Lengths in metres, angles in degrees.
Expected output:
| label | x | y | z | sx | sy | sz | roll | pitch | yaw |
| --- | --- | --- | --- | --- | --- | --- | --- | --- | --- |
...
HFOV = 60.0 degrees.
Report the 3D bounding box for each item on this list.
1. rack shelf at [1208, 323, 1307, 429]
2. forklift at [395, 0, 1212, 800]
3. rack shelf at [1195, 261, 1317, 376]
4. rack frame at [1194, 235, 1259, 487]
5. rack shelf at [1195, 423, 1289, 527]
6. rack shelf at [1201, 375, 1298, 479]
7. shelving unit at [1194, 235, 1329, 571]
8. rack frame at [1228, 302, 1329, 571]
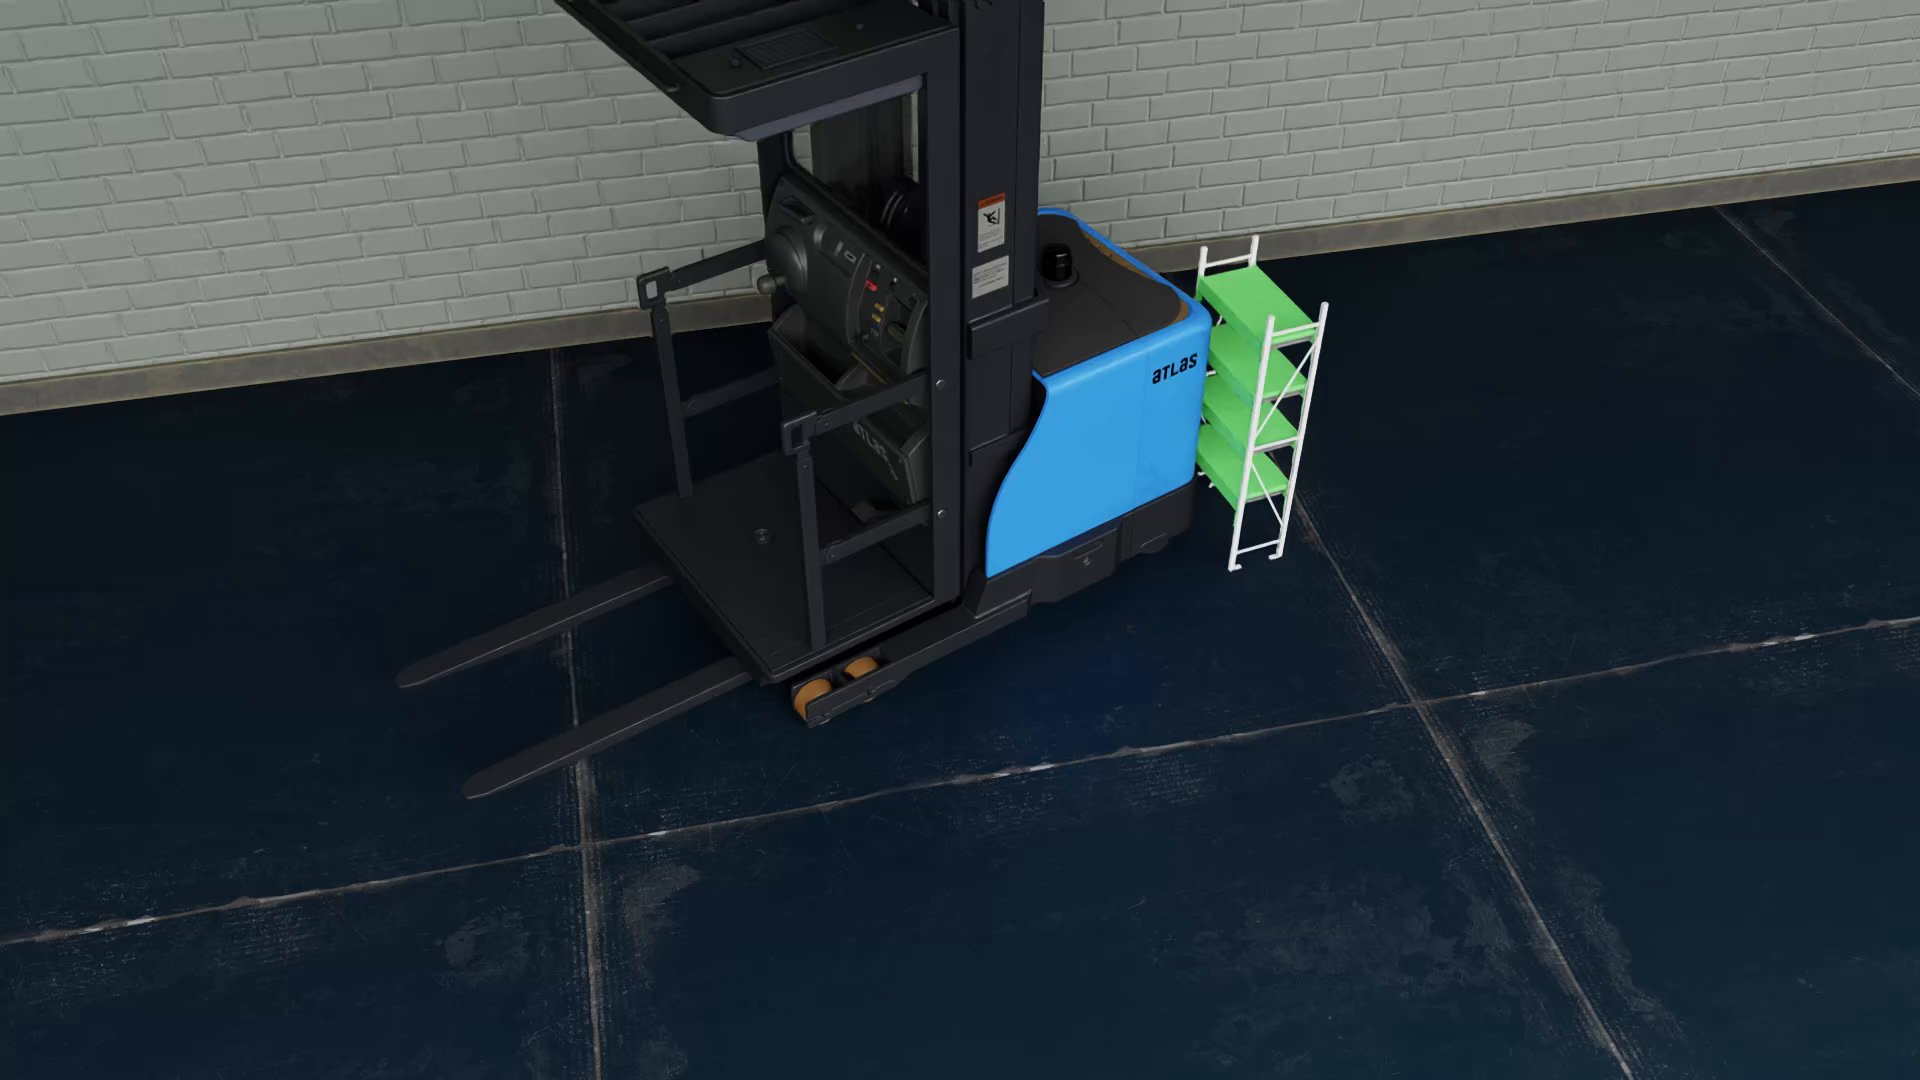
| label | x | y | z | sx | sy | sz | roll | pitch | yaw |
| --- | --- | --- | --- | --- | --- | --- | --- | --- | --- |
| rack shelf | 1.094 | -0.643 | 6.303 | 0.258 | 0.148 | 0.480 | -15 | 44 | -17 |
| forklift | -0.562 | -0.831 | 5.479 | 3.031 | 2.935 | 1.130 | -25 | 47 | -25 |
| rack shelf | 1.097 | -0.823 | 6.145 | 0.258 | 0.148 | 0.480 | -15 | 44 | -17 |
| rack frame | 0.999 | -0.661 | 6.588 | 0.240 | 1.200 | 0.015 | -15 | 44 | -17 |
| rack shelf | 1.089 | -0.283 | 6.620 | 0.258 | 0.148 | 0.480 | -15 | 44 | -17 |
| rack shelf | 1.092 | -0.463 | 6.462 | 0.258 | 0.148 | 0.480 | -15 | 44 | -17 |
| shelving unit | 1.092 | -0.511 | 6.419 | 0.258 | 1.200 | 0.503 | -15 | 44 | -17 |
| rack frame | 1.185 | -0.361 | 6.251 | 0.240 | 1.200 | 0.015 | -15 | 44 | -17 |
